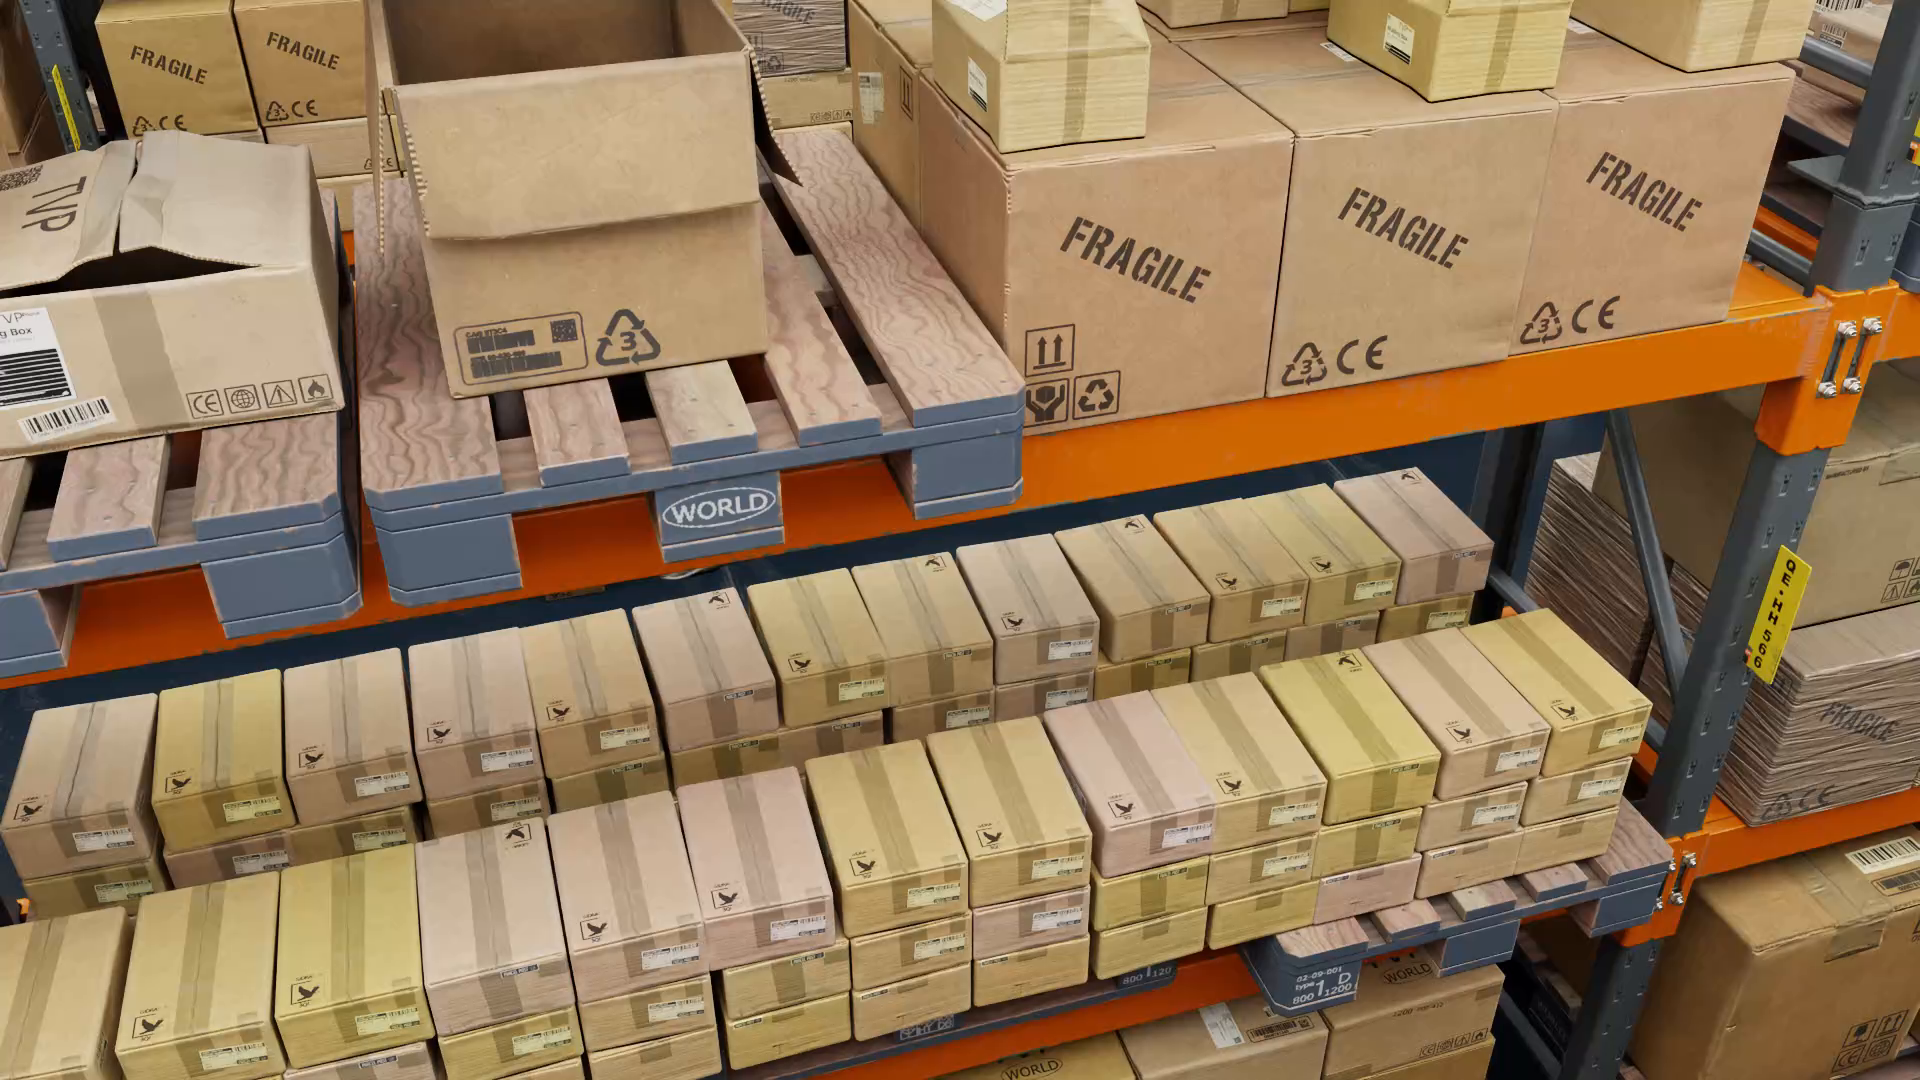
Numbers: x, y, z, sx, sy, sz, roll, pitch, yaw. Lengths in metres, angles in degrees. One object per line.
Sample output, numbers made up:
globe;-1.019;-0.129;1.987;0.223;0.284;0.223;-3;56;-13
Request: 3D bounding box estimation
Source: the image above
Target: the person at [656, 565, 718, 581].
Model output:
person;-1.330;-0.575;6.977;0.485;1.683;0.475;-10;35;-14
